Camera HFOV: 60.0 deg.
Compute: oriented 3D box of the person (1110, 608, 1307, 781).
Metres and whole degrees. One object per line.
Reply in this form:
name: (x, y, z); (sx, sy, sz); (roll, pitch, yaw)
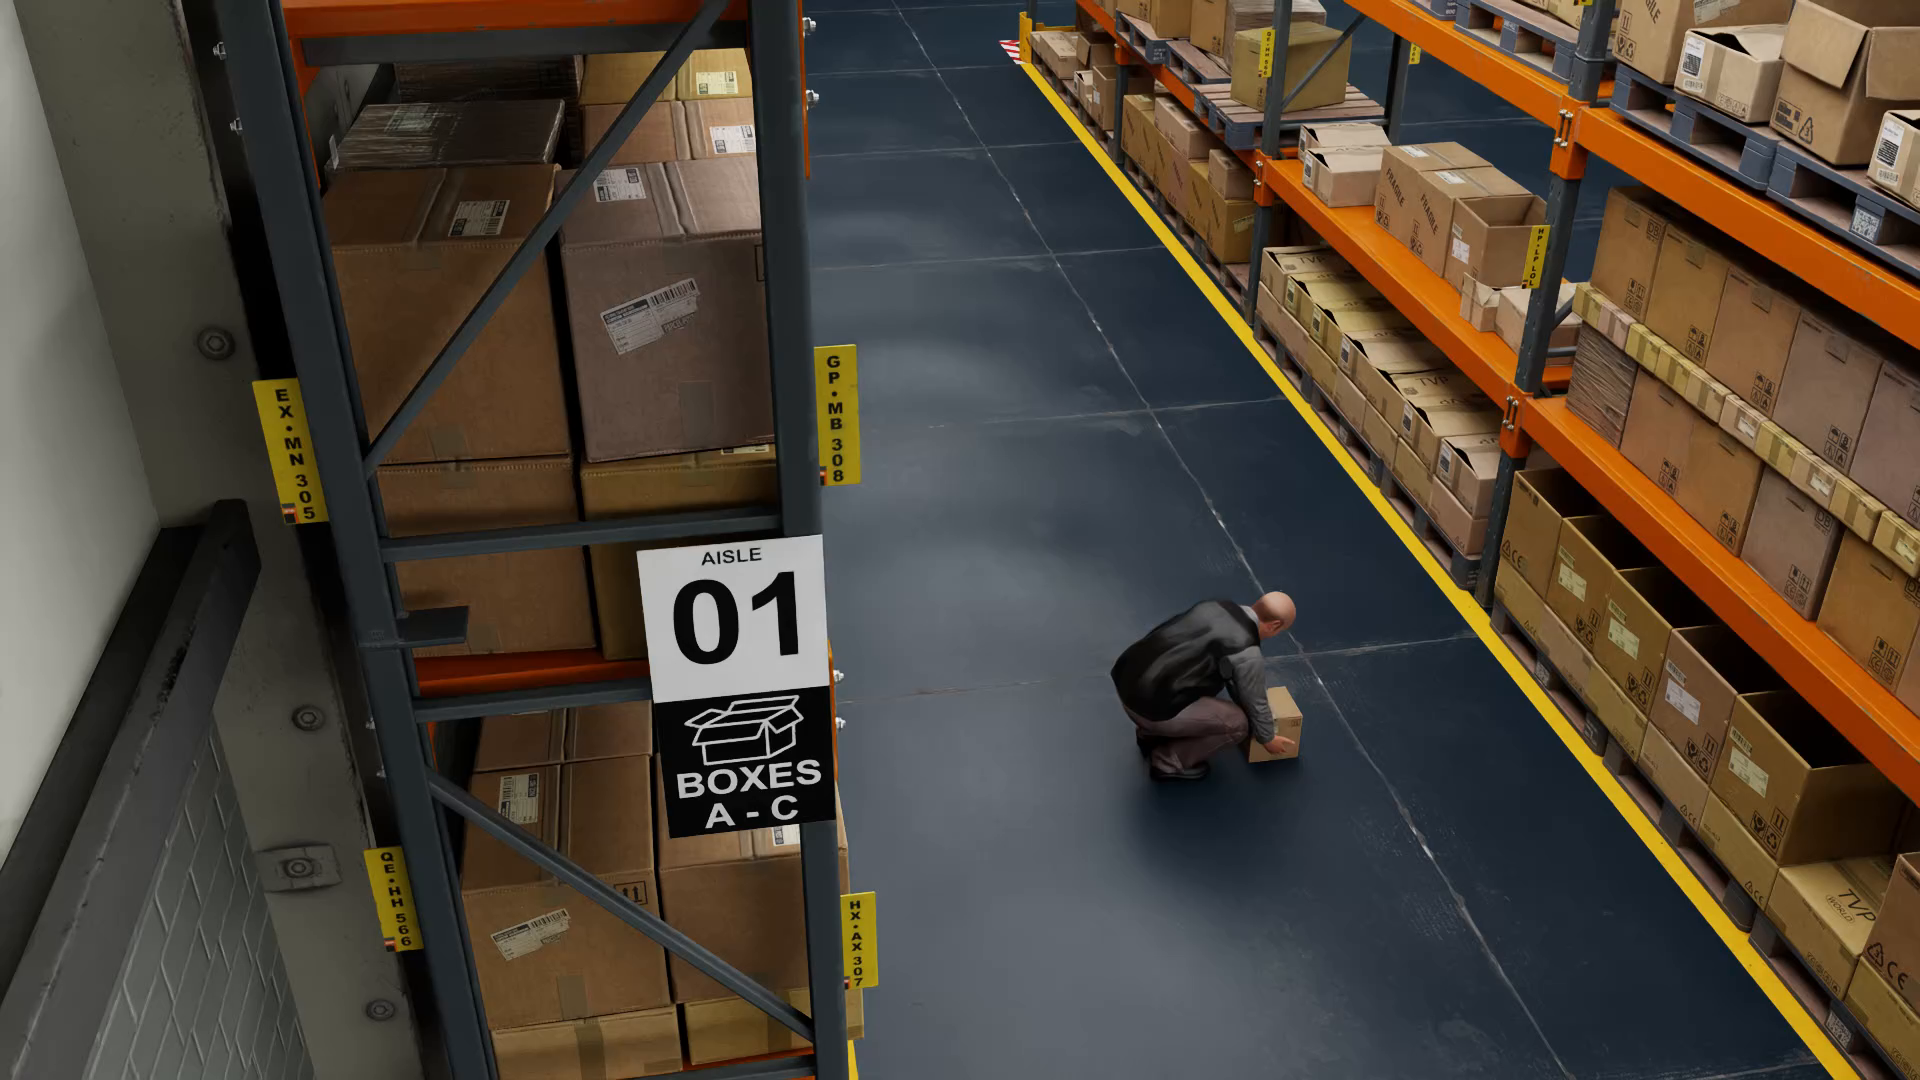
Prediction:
person: (1.186, 0.703, 7.908); (0.946, 0.804, 0.506); (-6, 31, -10)
